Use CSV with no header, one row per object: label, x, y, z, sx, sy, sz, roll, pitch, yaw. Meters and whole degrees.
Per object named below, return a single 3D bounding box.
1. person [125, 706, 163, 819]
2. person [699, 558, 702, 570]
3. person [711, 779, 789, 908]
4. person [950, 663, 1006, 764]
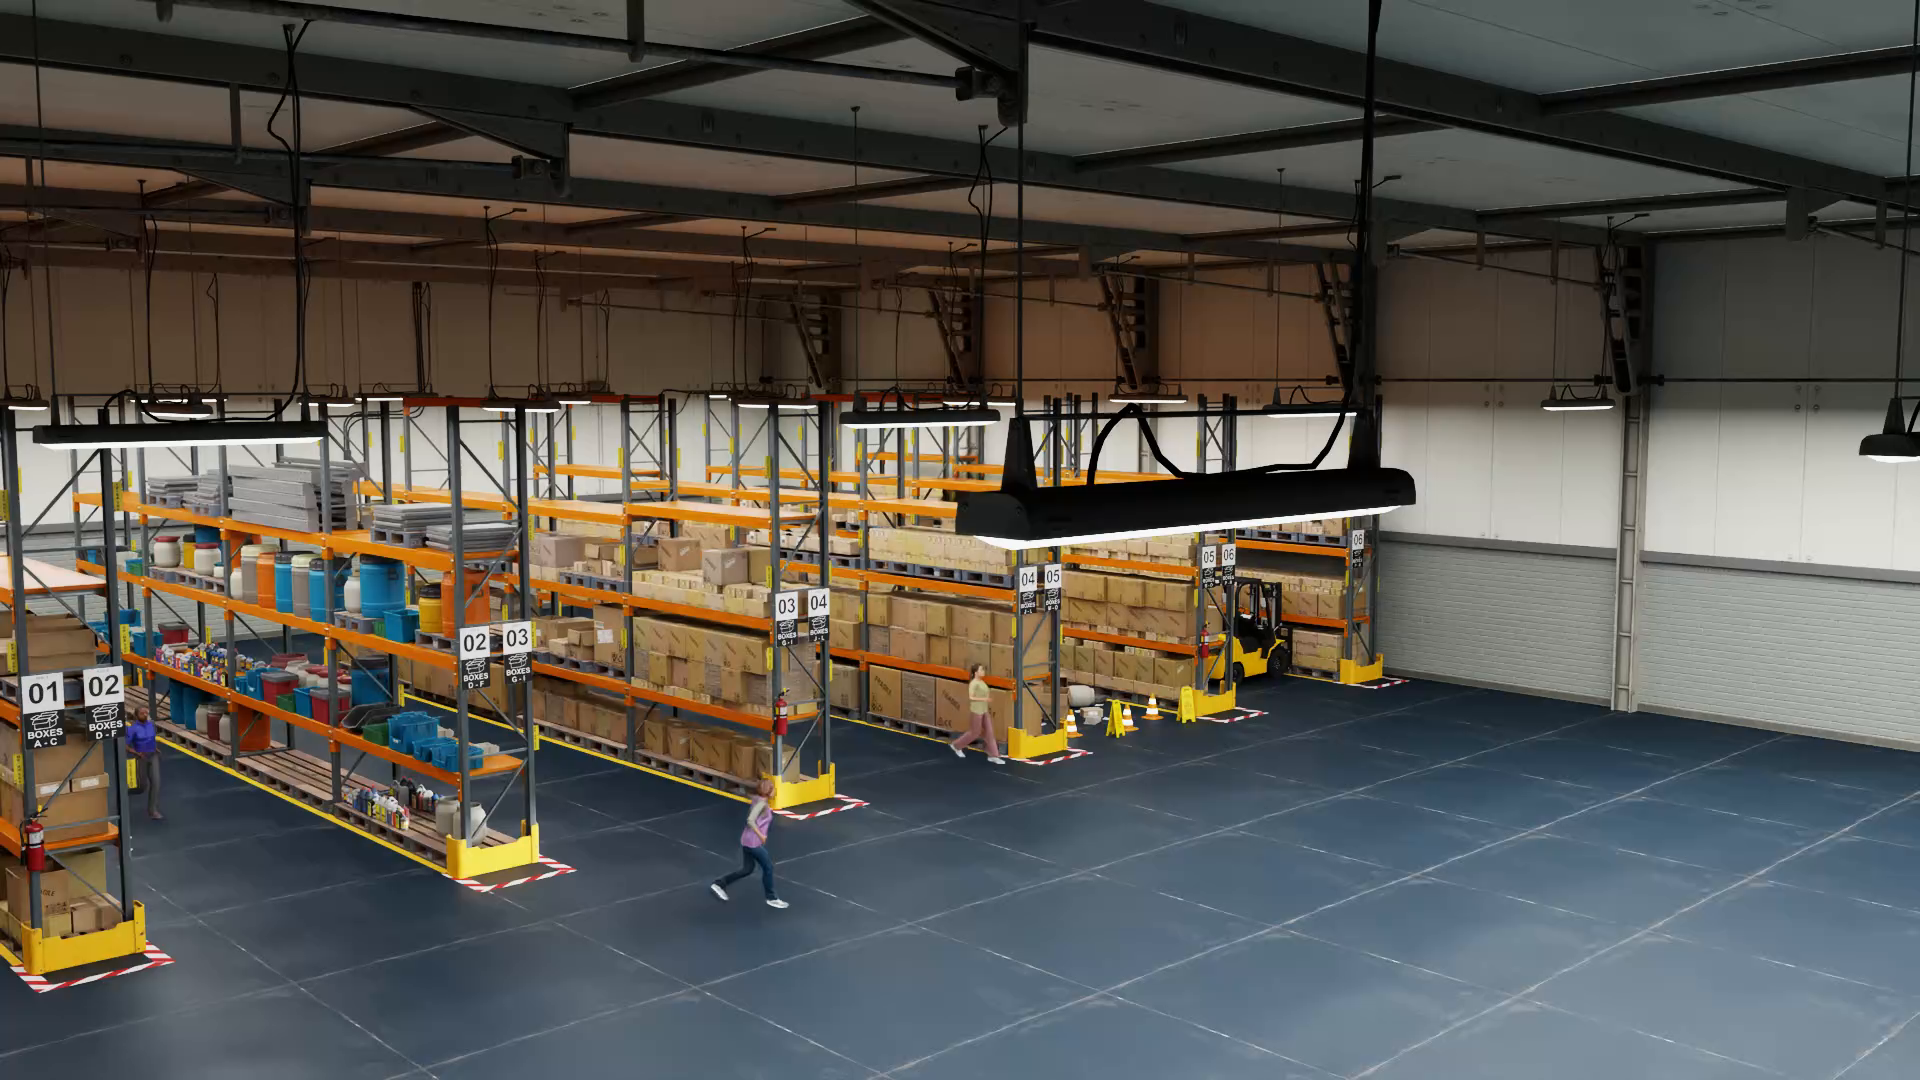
person,-11.805,3.203,24.045,0.819,1.615,0.579,3,6,30
person,-6.874,1.203,44.357,0.631,1.749,0.758,0,6,0
person,-2.509,3.654,19.805,0.922,1.541,0.544,-1,6,-9
person,0.293,2.842,27.333,0.955,1.667,0.577,2,6,23
